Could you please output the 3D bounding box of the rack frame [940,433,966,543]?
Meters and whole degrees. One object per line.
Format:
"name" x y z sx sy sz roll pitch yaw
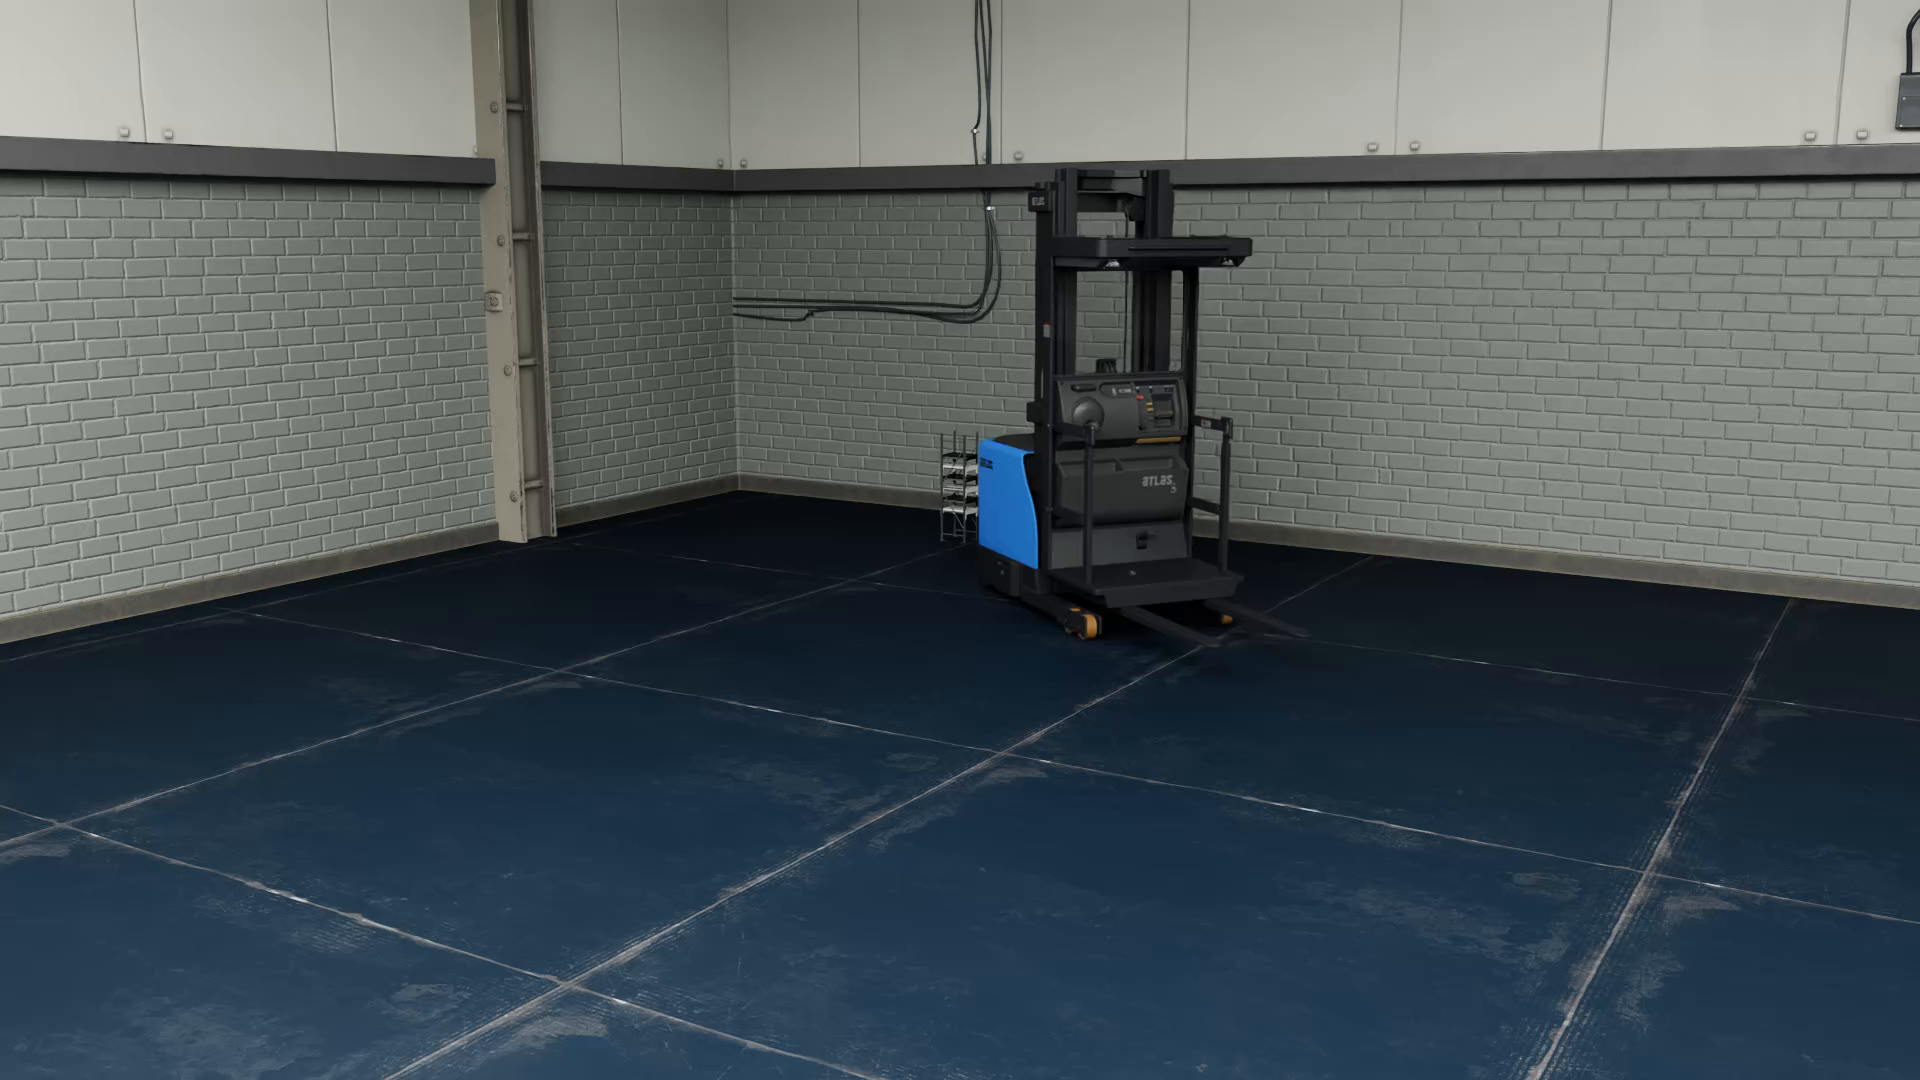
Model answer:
"rack frame" -0.057 -0.425 13.694 0.240 0.900 0.006 6 12 31

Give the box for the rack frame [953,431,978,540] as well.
"rack frame" 0.049 -0.457 13.864 0.240 0.900 0.006 6 12 31

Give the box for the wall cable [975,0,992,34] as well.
"wall cable" 1.334 -5.478 13.391 3.097 2.526 0.112 6 12 31

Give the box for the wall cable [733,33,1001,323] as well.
"wall cable" -0.978 -3.254 15.236 3.097 2.526 0.112 6 12 31

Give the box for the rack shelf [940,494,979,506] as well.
"rack shelf" -0.004 -0.320 13.802 0.258 0.077 0.200 6 12 31

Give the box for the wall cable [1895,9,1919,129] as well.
"wall cable" 7.127 -5.543 9.779 2.305 6.003 0.169 6 12 31

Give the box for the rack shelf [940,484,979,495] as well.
"rack shelf" -0.004 -0.408 13.785 0.258 0.077 0.200 6 12 31

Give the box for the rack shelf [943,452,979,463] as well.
"rack shelf" -0.004 -0.674 13.735 0.258 0.077 0.200 6 12 31

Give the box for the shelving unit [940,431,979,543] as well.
"shelving unit" -0.004 -0.441 13.779 0.258 0.900 0.210 6 12 31

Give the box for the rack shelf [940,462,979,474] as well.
"rack shelf" -0.004 -0.585 13.752 0.258 0.077 0.200 6 12 31

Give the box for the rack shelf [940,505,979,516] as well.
"rack shelf" -0.004 -0.231 13.818 0.258 0.077 0.200 6 12 31

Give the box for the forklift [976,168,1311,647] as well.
"forklift" 1.154 -0.899 10.704 1.130 2.935 3.031 -4 11 -22

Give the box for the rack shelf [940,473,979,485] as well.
"rack shelf" -0.004 -0.497 13.769 0.258 0.077 0.200 6 12 31

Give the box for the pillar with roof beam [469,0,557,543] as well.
"pillar with roof beam" 0.041 -4.032 10.953 9.100 9.000 0.400 6 12 31
